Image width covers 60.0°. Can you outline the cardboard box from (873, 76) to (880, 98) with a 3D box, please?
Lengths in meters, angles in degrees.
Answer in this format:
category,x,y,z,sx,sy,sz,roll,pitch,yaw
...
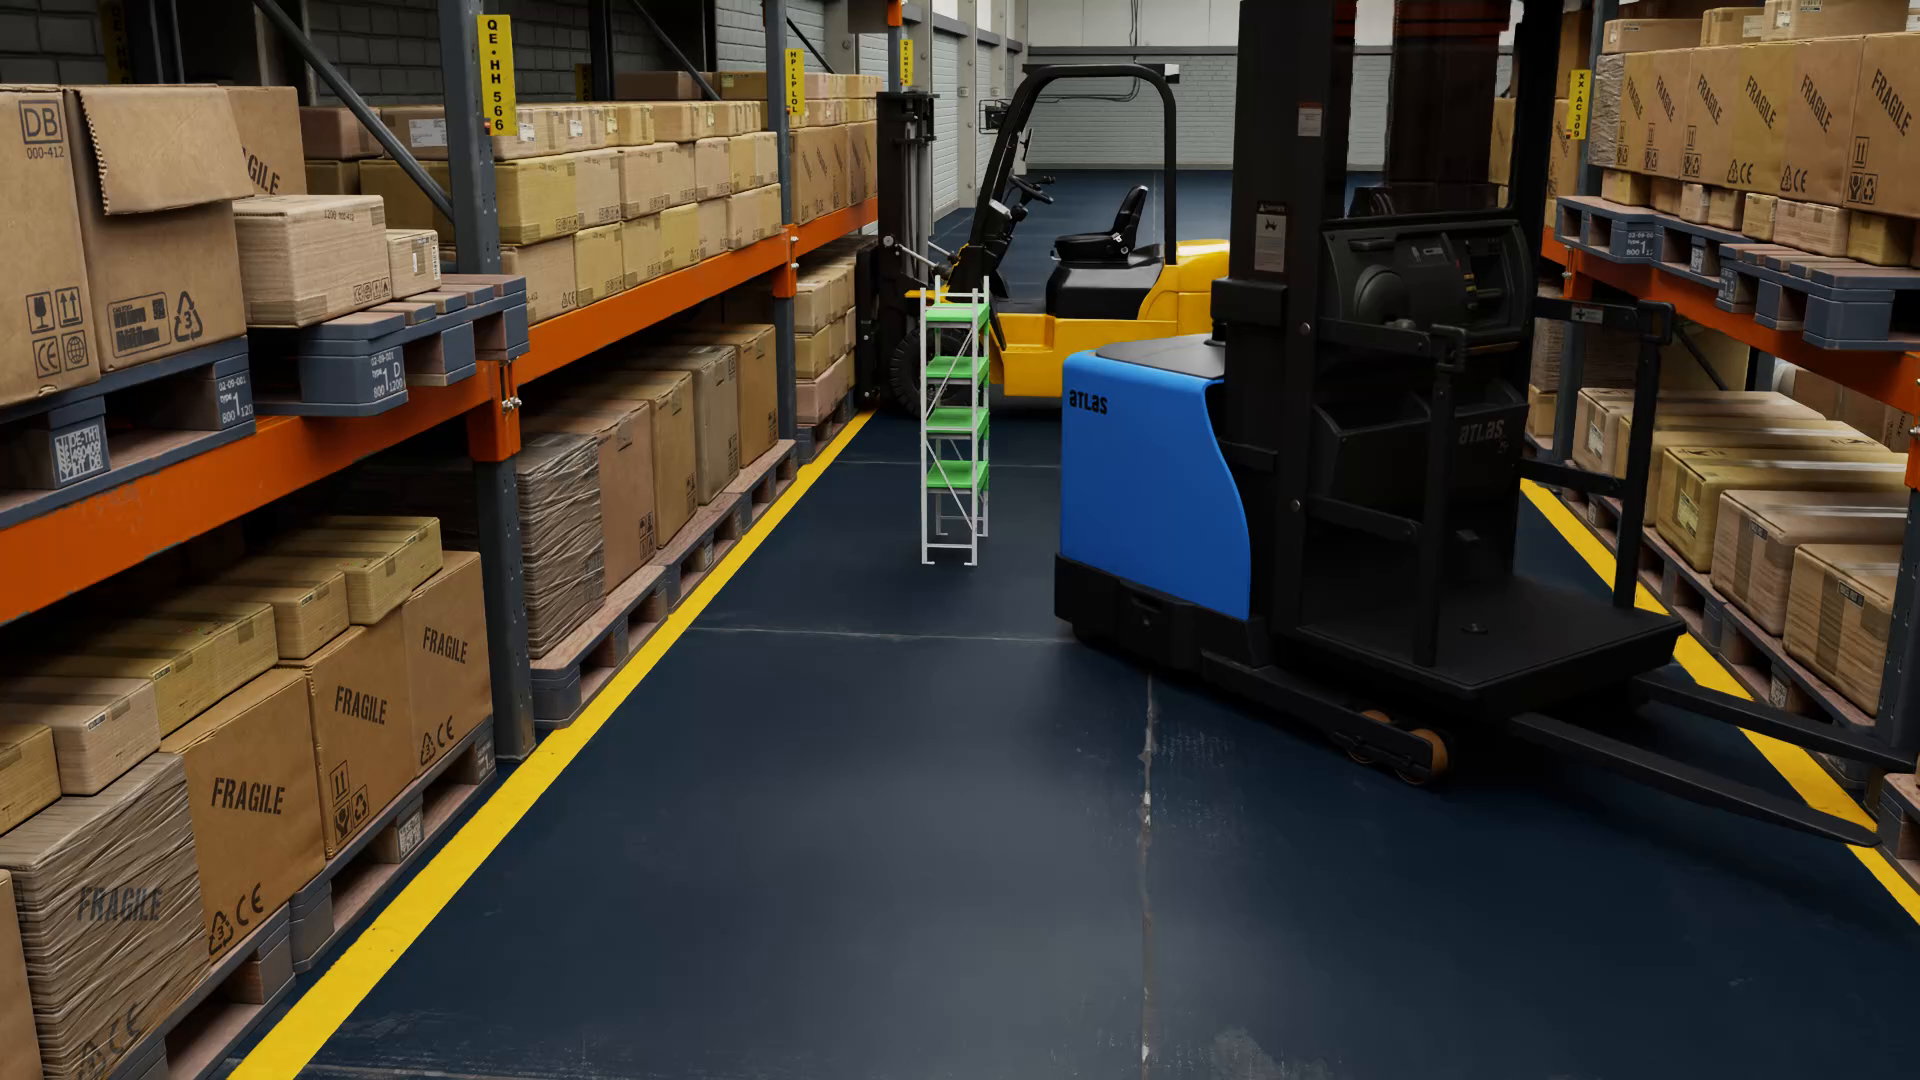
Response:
category,x,y,z,sx,sy,sz,roll,pitch,yaw
cardboard box,-0.764,-3.138,11.515,0.380,0.149,0.250,2,15,8

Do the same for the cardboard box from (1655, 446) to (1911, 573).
category,x,y,z,sx,sy,sz,roll,pitch,yaw
cardboard box,3.336,-0.114,6.566,0.950,0.372,0.625,2,15,8

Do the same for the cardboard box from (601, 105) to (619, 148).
category,x,y,z,sx,sy,sz,roll,pitch,yaw
cardboard box,-1.460,-1.497,6.017,0.380,0.149,0.250,2,15,7

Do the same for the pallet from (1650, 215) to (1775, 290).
category,x,y,z,sx,sy,sz,roll,pitch,yaw
pallet,3.279,-1.067,6.230,1.003,0.211,1.213,2,15,6

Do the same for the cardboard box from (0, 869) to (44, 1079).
category,x,y,z,sx,sy,sz,roll,pitch,yaw
cardboard box,-1.899,0.864,2.703,0.500,0.500,0.500,1,15,5

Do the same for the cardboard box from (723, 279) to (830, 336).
category,x,y,z,sx,sy,sz,roll,pitch,yaw
cardboard box,-1.019,-1.302,9.279,0.500,0.250,0.500,1,15,5

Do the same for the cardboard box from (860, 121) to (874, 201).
category,x,y,z,sx,sy,sz,roll,pitch,yaw
cardboard box,-0.854,-2.511,11.010,0.500,0.500,0.500,1,15,5

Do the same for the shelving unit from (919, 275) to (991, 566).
category,x,y,z,sx,sy,sz,roll,pitch,yaw
shelving unit,-0.019,-0.536,7.347,0.258,1.200,0.503,2,15,6

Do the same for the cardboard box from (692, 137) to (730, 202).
category,x,y,z,sx,sy,sz,roll,pitch,yaw
cardboard box,-1.301,-1.596,7.147,0.500,0.250,0.500,2,15,7

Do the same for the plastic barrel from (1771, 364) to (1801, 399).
category,x,y,z,sx,sy,sz,roll,pitch,yaw
plastic barrel,5.270,-0.896,10.165,0.421,0.421,0.512,-14,20,-42

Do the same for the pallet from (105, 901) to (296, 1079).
category,x,y,z,sx,sy,sz,roll,pitch,yaw
pallet,-2.098,1.064,3.324,1.003,0.211,1.213,2,15,6

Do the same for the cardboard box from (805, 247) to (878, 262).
category,x,y,z,sx,sy,sz,roll,pitch,yaw
cardboard box,-0.775,-1.831,11.235,0.500,0.250,0.500,2,15,7

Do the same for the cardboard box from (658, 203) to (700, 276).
category,x,y,z,sx,sy,sz,roll,pitch,yaw
cardboard box,-1.370,-1.225,6.731,0.500,0.250,0.500,2,15,8

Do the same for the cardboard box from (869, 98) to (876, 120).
category,x,y,z,sx,sy,sz,roll,pitch,yaw
cardboard box,-0.784,-2.996,11.561,0.380,0.149,0.250,2,15,7

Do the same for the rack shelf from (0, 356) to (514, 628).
category,x,y,z,sx,sy,sz,roll,pitch,yaw
rack shelf,-2.062,0.076,3.014,1.077,0.370,4.000,2,15,6

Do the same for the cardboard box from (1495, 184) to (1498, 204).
category,x,y,z,sx,sy,sz,roll,pitch,yaw
cardboard box,3.589,-2.182,10.465,0.380,0.149,0.250,2,15,8

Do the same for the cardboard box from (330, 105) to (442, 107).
category,x,y,z,sx,sy,sz,roll,pitch,yaw
cardboard box,-2.034,-1.444,5.823,0.380,0.149,0.250,1,15,5

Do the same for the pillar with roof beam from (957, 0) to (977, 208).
category,x,y,z,sx,sy,sz,roll,pitch,yaw
pillar with roof beam,4.401,-10.149,27.956,9.100,9.000,0.400,2,15,6

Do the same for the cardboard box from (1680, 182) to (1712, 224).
category,x,y,z,sx,sy,sz,roll,pitch,yaw
cardboard box,2.996,-1.293,6.374,0.380,0.149,0.250,2,15,8

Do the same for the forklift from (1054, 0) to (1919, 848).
category,x,y,z,sx,sy,sz,roll,pitch,yaw
forklift,1.619,-0.827,5.105,1.130,2.935,3.031,-10,18,-34

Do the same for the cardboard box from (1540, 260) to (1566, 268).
category,x,y,z,sx,sy,sz,roll,pitch,yaw
cardboard box,3.511,-1.485,10.433,0.500,0.500,0.500,2,15,7

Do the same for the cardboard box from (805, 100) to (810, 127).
category,x,y,z,sx,sy,sz,roll,pitch,yaw
cardboard box,-1.058,-2.400,9.356,0.380,0.149,0.250,2,15,6

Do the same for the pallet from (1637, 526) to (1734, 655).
category,x,y,z,sx,sy,sz,roll,pitch,yaw
pallet,3.326,0.183,6.582,1.003,0.211,1.213,2,15,6

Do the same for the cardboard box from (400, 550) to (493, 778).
category,x,y,z,sx,sy,sz,roll,pitch,yaw
cardboard box,-1.671,0.329,4.681,0.500,0.500,0.500,2,15,8

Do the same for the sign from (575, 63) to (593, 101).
category,x,y,z,sx,sy,sz,roll,pitch,yaw
sign,-1.937,-2.300,8.611,0.100,0.325,0.005,2,15,6

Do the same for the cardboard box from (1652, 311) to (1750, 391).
category,x,y,z,sx,sy,sz,roll,pitch,yaw
cardboard box,3.882,-1.065,8.881,0.500,0.500,0.500,2,15,9

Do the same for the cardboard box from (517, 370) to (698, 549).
category,x,y,z,sx,sy,sz,roll,pitch,yaw
cardboard box,-1.611,-0.353,6.964,0.875,0.625,0.625,1,15,4

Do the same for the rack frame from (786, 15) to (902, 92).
category,x,y,z,sx,sy,sz,roll,pitch,yaw
rack frame,-0.934,-2.865,12.512,1.000,3.000,0.127,2,15,6

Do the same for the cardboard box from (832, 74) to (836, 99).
category,x,y,z,sx,sy,sz,roll,pitch,yaw
cardboard box,-0.977,-2.808,10.298,0.380,0.149,0.250,2,15,6

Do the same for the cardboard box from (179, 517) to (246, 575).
category,x,y,z,sx,sy,sz,roll,pitch,yaw
cardboard box,-2.205,0.026,4.559,0.380,0.149,0.250,2,15,9

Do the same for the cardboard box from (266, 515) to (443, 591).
category,x,y,z,sx,sy,sz,roll,pitch,yaw
cardboard box,-1.640,0.036,4.524,0.380,0.149,0.250,1,15,4

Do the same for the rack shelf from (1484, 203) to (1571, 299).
category,x,y,z,sx,sy,sz,roll,pitch,yaw
rack shelf,3.773,-1.854,10.151,1.077,0.370,4.000,2,15,6

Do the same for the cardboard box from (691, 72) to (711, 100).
category,x,y,z,sx,sy,sz,roll,pitch,yaw
cardboard box,-1.580,-2.488,9.114,0.380,0.149,0.250,1,15,5

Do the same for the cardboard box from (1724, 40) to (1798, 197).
category,x,y,z,sx,sy,sz,roll,pitch,yaw
cardboard box,2.974,-1.431,5.643,0.500,0.500,0.500,1,15,2

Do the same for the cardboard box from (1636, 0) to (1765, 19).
category,x,y,z,sx,sy,sz,roll,pitch,yaw
cardboard box,3.812,-2.465,8.354,0.700,0.500,0.500,2,15,6

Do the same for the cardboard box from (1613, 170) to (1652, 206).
category,x,y,z,sx,sy,sz,roll,pitch,yaw
cardboard box,3.134,-1.566,7.382,0.380,0.149,0.250,2,15,7

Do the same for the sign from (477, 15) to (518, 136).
category,x,y,z,sx,sy,sz,roll,pitch,yaw
sign,-1.296,-1.298,4.648,0.100,0.325,0.005,2,15,6

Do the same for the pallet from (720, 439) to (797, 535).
category,x,y,z,sx,sy,sz,roll,pitch,yaw
pallet,-1.429,-0.290,8.329,1.003,0.211,1.213,2,15,6

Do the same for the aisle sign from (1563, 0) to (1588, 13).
category,x,y,z,sx,sy,sz,roll,pitch,yaw
aisle sign,4.294,-3.983,11.664,0.394,0.787,0.004,2,15,6

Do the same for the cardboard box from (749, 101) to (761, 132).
category,x,y,z,sx,sy,sz,roll,pitch,yaw
cardboard box,-1.203,-2.094,8.226,0.380,0.149,0.250,2,15,8

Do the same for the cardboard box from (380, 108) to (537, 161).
category,x,y,z,sx,sy,sz,roll,pitch,yaw
cardboard box,-1.508,-1.226,5.015,0.380,0.149,0.250,2,15,8

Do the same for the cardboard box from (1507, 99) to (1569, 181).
category,x,y,z,sx,sy,sz,roll,pitch,yaw
cardboard box,3.456,-2.266,9.532,0.500,0.500,0.500,2,15,8

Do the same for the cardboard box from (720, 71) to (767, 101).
category,x,y,z,sx,sy,sz,roll,pitch,yaw
cardboard box,-1.054,-2.407,8.812,0.380,0.149,0.250,2,15,7

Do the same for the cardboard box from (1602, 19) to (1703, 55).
category,x,y,z,sx,sy,sz,roll,pitch,yaw
cardboard box,3.143,-2.279,7.534,0.380,0.149,0.250,2,15,6

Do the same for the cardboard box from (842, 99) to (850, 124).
category,x,y,z,sx,sy,sz,roll,pitch,yaw
cardboard box,-0.893,-2.665,10.336,0.380,0.149,0.250,1,15,5

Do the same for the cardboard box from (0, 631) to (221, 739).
category,x,y,z,sx,sy,sz,roll,pitch,yaw
cardboard box,-1.817,0.306,3.524,0.380,0.149,0.250,1,15,5

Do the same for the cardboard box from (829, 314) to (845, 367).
category,x,y,z,sx,sy,sz,roll,pitch,yaw
cardboard box,-0.969,-1.192,9.828,0.500,0.250,0.500,2,15,6

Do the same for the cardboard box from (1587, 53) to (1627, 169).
category,x,y,z,sx,sy,sz,roll,pitch,yaw
cardboard box,3.209,-1.964,7.613,0.500,0.500,0.500,2,15,8

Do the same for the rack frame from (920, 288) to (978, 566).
category,x,y,z,sx,sy,sz,roll,pitch,yaw
rack frame,-0.046,-0.473,7.113,0.240,1.200,0.015,2,15,6

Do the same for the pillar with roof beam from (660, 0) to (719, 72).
category,x,y,z,sx,sy,sz,roll,pitch,yaw
pillar with roof beam,2.370,-5.481,10.691,9.100,9.000,0.400,2,15,6

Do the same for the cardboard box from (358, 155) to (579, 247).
category,x,y,z,sx,sy,sz,roll,pitch,yaw
cardboard box,-1.519,-1.067,5.189,0.500,0.250,0.500,2,15,6

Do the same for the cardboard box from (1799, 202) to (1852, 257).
category,x,y,z,sx,sy,sz,roll,pitch,yaw
cardboard box,2.841,-0.957,5.131,0.380,0.149,0.250,2,15,6

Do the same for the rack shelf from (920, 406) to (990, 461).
category,x,y,z,sx,sy,sz,roll,pitch,yaw
rack shelf,-0.019,-0.475,7.363,0.258,0.148,0.480,2,15,6

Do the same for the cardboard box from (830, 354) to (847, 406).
category,x,y,z,sx,sy,sz,roll,pitch,yaw
cardboard box,-0.960,-0.951,9.896,0.500,0.250,0.500,1,15,5

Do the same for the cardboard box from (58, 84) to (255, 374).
category,x,y,z,sx,sy,sz,roll,pitch,yaw
cardboard box,-1.837,-0.614,3.185,0.797,0.503,0.637,1,15,5

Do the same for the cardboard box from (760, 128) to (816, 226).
category,x,y,z,sx,sy,sz,roll,pitch,yaw
cardboard box,-1.076,-1.984,9.060,0.500,0.500,0.500,1,15,5
